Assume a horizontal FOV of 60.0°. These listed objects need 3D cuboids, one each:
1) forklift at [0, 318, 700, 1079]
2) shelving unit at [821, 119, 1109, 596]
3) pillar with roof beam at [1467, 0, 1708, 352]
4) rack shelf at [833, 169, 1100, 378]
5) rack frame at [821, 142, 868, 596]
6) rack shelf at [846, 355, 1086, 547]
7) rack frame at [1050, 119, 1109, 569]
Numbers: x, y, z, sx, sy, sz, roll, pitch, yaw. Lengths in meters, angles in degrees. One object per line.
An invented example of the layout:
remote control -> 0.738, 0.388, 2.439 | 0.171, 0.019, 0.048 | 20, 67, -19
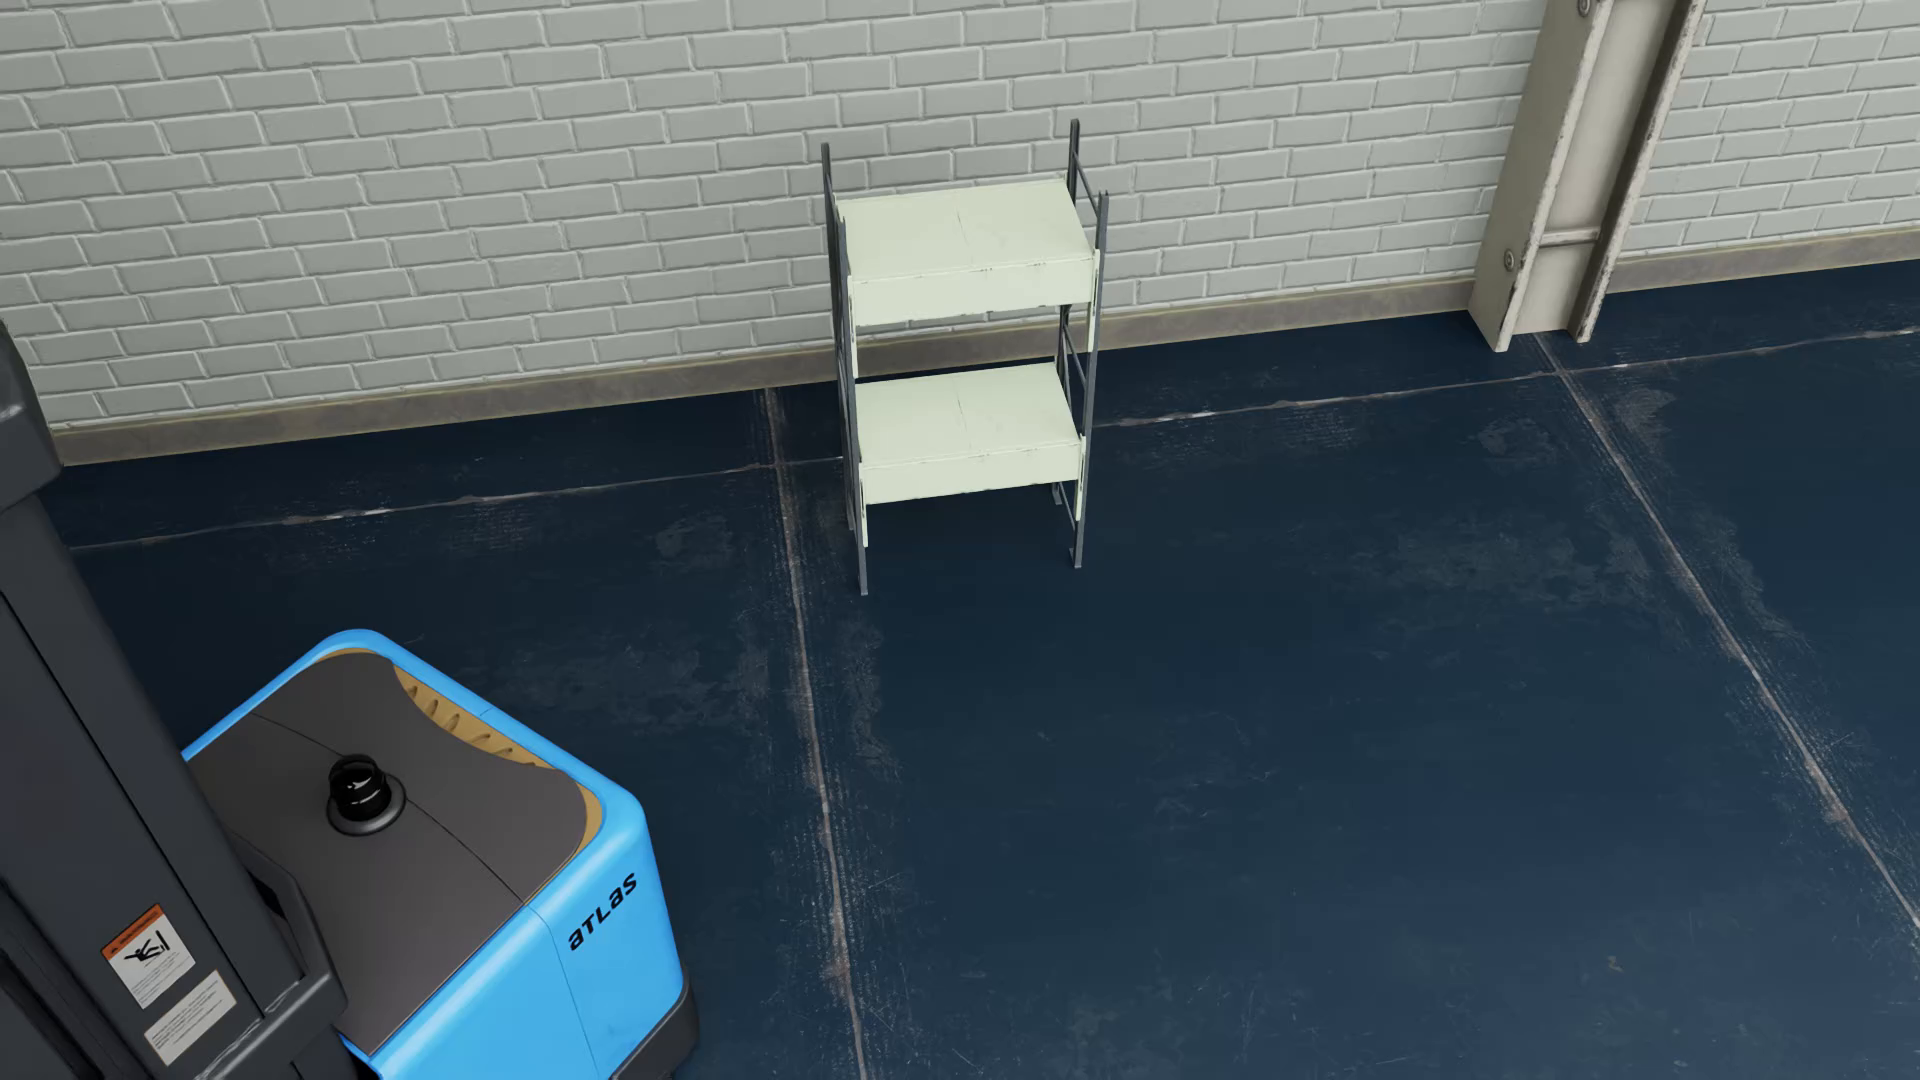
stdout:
forklift -> -1.944, 0.990, 2.761 | 1.130, 2.935, 3.031 | 27, 52, 23
shelving unit -> 0.007, -0.521, 5.211 | 0.755, 1.500, 0.431 | -7, 46, -7
pillar with roof beam -> 2.976, -0.930, 0.397 | 0.400, 9.000, 9.100 | -7, 46, -7
rack shelf -> 0.007, -0.792, 4.930 | 0.720, 0.370, 0.431 | -7, 46, -7
rack frame -> -0.354, -0.476, 5.167 | 0.023, 1.500, 0.400 | -7, 46, -7
rack shelf -> 0.007, -0.295, 5.445 | 0.720, 0.370, 0.431 | -7, 46, -7
rack frame -> 0.367, -0.566, 5.254 | 0.023, 1.500, 0.400 | -7, 46, -7
